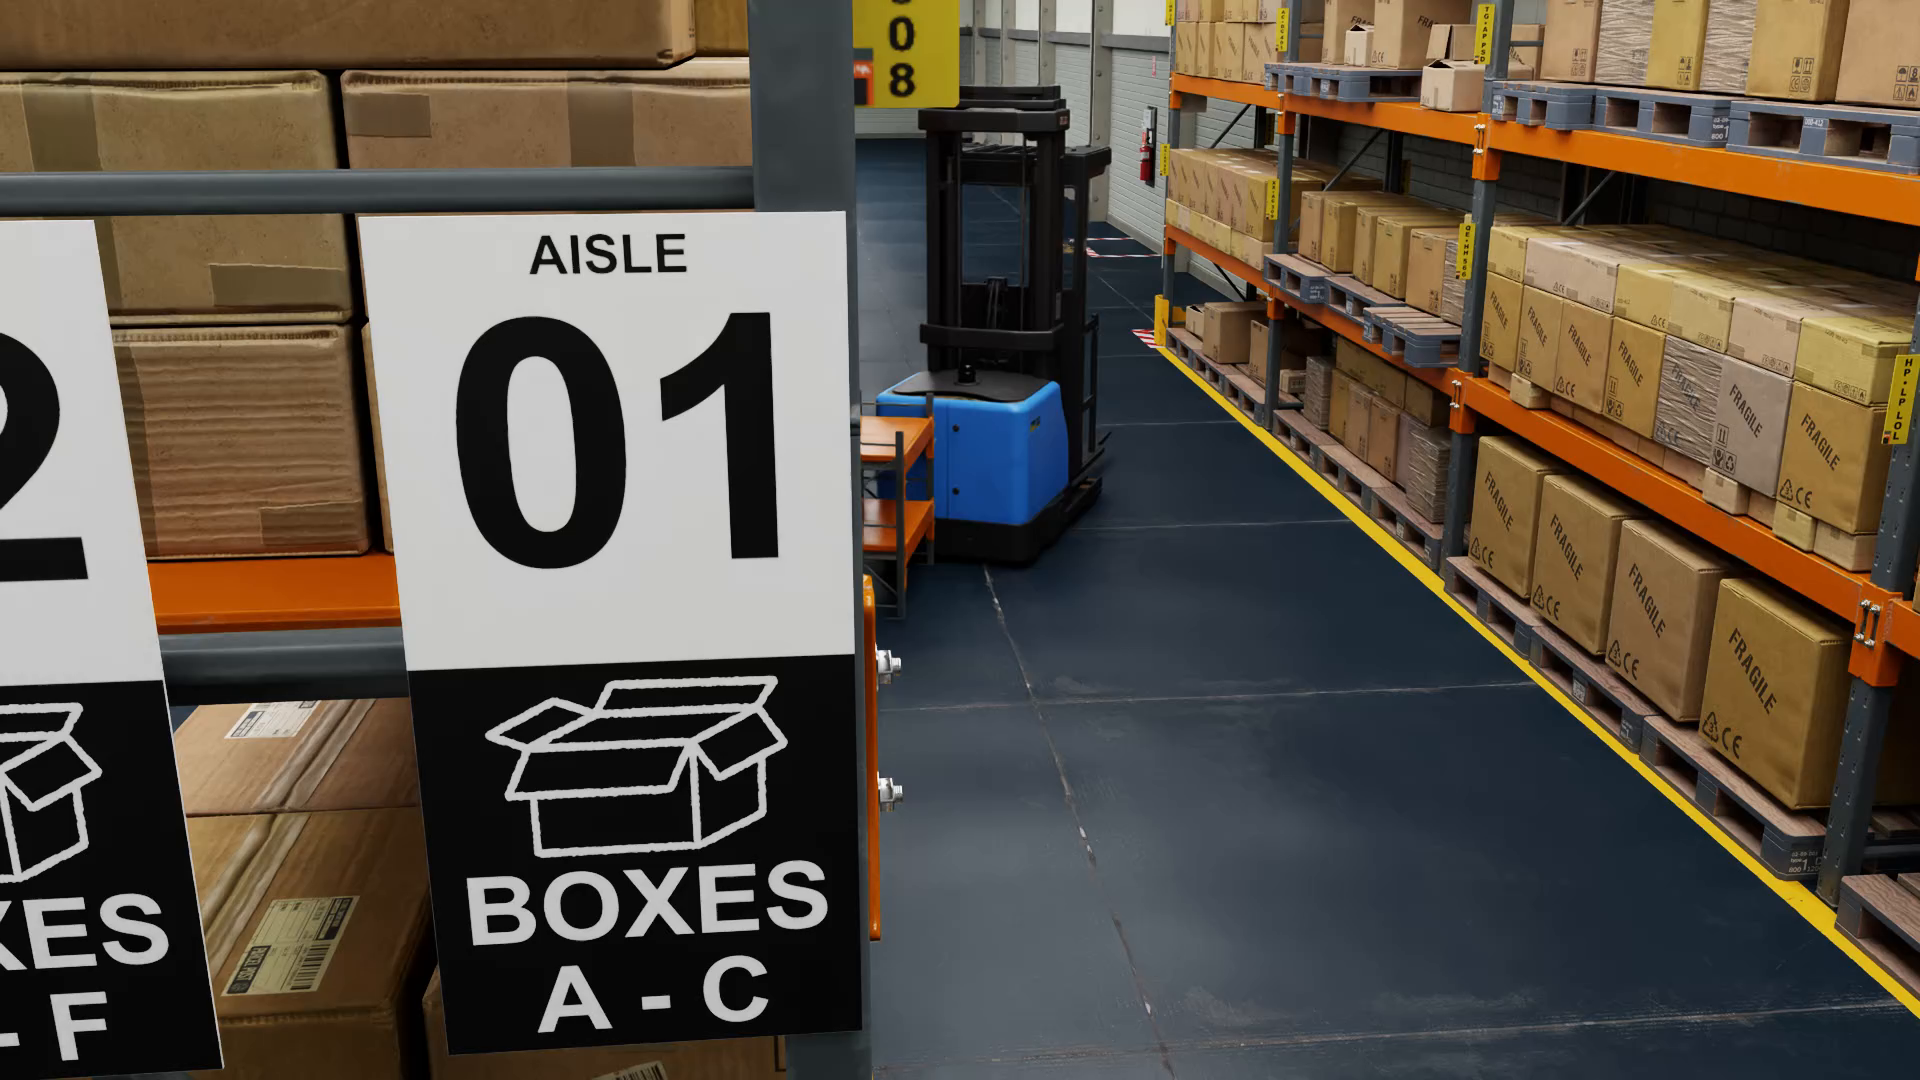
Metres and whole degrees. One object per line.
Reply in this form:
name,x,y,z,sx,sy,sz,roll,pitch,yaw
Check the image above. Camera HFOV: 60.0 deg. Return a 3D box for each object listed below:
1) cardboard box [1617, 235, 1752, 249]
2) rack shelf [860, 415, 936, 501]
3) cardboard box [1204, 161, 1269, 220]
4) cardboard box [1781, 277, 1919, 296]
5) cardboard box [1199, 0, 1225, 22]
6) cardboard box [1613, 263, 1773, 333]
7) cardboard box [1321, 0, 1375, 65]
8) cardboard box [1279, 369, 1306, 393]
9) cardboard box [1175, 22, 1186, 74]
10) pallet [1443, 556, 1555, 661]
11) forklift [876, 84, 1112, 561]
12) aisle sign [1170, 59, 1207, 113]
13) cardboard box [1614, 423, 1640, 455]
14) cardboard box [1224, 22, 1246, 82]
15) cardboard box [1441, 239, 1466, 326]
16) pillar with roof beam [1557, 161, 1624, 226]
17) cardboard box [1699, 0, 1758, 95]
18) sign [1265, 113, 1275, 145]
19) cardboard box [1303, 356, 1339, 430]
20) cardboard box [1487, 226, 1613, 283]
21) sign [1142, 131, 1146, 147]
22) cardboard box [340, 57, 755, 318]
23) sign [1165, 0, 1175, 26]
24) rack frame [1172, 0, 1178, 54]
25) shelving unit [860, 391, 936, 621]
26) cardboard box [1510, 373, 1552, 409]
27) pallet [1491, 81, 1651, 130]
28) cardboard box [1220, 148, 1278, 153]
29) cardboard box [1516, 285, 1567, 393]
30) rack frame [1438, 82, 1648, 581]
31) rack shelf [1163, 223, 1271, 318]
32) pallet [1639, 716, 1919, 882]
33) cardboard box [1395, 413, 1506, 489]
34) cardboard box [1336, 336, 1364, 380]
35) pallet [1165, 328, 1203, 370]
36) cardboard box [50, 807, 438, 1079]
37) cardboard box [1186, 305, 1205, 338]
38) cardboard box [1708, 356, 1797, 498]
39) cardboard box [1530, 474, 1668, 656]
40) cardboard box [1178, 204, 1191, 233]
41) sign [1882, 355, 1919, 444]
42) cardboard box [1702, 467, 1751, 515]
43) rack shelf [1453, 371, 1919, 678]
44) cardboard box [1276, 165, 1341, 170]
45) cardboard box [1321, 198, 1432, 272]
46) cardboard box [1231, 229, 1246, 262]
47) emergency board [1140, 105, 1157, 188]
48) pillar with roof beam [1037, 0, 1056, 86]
cardboard box,3.866,-1.476,8.921,0.500,0.250,0.500,-2,18,-7
rack shelf,-0.491,-0.512,9.953,0.538,0.278,1.000,3,18,8
cardboard box,2.590,-3.273,15.560,0.500,0.500,0.500,-1,17,-4
cardboard box,4.018,-1.016,7.455,0.500,0.250,0.500,-2,18,-7
cardboard box,2.550,-5.124,15.612,0.500,0.500,0.500,-1,17,-4
cardboard box,3.472,-1.153,7.894,0.500,0.250,0.500,-2,18,-7
cardboard box,3.076,-3.906,12.735,0.500,0.500,0.500,1,17,2
cardboard box,3.014,-1.409,14.652,0.380,0.166,0.250,-4,18,-13
cardboard box,2.472,-4.965,16.776,0.500,0.500,0.500,-1,17,-4
pallet,3.518,0.367,9.655,1.003,0.211,1.213,-2,18,-6
forklift,0.400,-1.665,11.587,1.130,2.935,3.031,6,18,18
aisle sign,2.380,-4.836,17.234,0.394,0.787,0.004,-2,18,-6
cardboard box,3.484,-0.528,8.238,0.380,0.149,0.250,-2,18,-5
cardboard box,2.667,-4.338,14.780,0.500,0.500,0.500,-2,18,-8
cardboard box,3.453,-1.598,10.357,0.700,0.500,0.500,-4,18,-12
pillar with roof beam,-0.044,-4.344,9.990,9.100,9.000,0.400,-2,18,-6
cardboard box,3.833,-2.278,7.516,0.700,0.500,0.500,-2,18,-6
sign,3.240,-4.298,17.400,0.100,0.325,0.005,-2,18,-6
cardboard box,3.191,-1.191,13.401,0.700,0.500,0.500,-1,17,-4
cardboard box,3.305,-1.606,9.335,0.500,0.250,0.500,-1,17,-4
sign,2.829,-6.112,25.578,0.001,0.329,0.234,-2,18,-6
cardboard box,-0.384,-0.422,1.921,0.500,0.250,0.500,-2,18,-6
sign,2.147,-5.415,16.951,0.100,0.325,0.005,-2,18,-6
rack frame,2.686,-6.446,16.686,1.000,3.000,0.127,-2,18,-6
shelving unit,-0.491,-0.233,10.040,0.538,1.125,1.048,3,18,8
cardboard box,3.276,-0.828,9.192,0.380,0.149,0.250,-1,17,-4
pallet,3.631,-2.351,8.966,1.213,0.211,1.003,-1,17,-3
cardboard box,2.946,-3.746,17.066,0.500,0.500,0.500,-2,18,-6
cardboard box,3.352,-1.091,8.946,0.500,0.500,0.500,-1,17,-4
rack frame,3.511,-1.200,9.993,1.000,3.000,0.127,-2,18,-6
rack shelf,2.893,-2.645,15.795,1.077,0.370,4.000,-2,18,-6
pallet,3.769,1.094,7.340,1.003,0.211,1.213,-2,18,-6
cardboard box,3.448,-0.588,11.480,0.700,0.500,0.500,-2,18,-6
cardboard box,3.240,-1.417,12.871,0.500,0.250,0.500,-2,18,-7
pallet,2.743,-1.988,17.156,1.003,0.211,1.213,-2,18,-6
cardboard box,-0.910,0.688,2.141,0.500,0.500,0.500,-2,18,-6
cardboard box,2.668,-2.302,17.256,0.500,0.311,0.500,-4,18,-12
cardboard box,3.563,-0.489,7.031,0.500,0.500,0.500,-2,18,-5
cardboard box,3.541,0.109,8.709,0.750,0.750,0.750,-2,18,-6
cardboard box,2.489,-3.212,16.619,0.500,0.250,0.500,-2,18,-7
sign,3.385,-0.504,5.973,0.100,0.325,0.005,-2,18,-6
cardboard box,3.490,-0.220,7.257,0.380,0.149,0.250,-2,18,-6
rack shelf,3.718,-0.261,8.203,1.077,0.370,4.000,-2,18,-6
cardboard box,3.163,-3.137,15.127,0.500,0.500,0.500,-1,17,-4
cardboard box,3.168,-2.330,12.691,0.700,0.500,0.500,0,17,0
cardboard box,2.705,-2.611,14.702,0.500,0.250,0.500,-2,18,-5
emergency board,2.783,-5.927,25.049,0.194,1.169,0.643,-2,18,-6
pillar with roof beam,-2.520,-11.494,32.766,9.100,9.000,0.400,-2,18,-6
